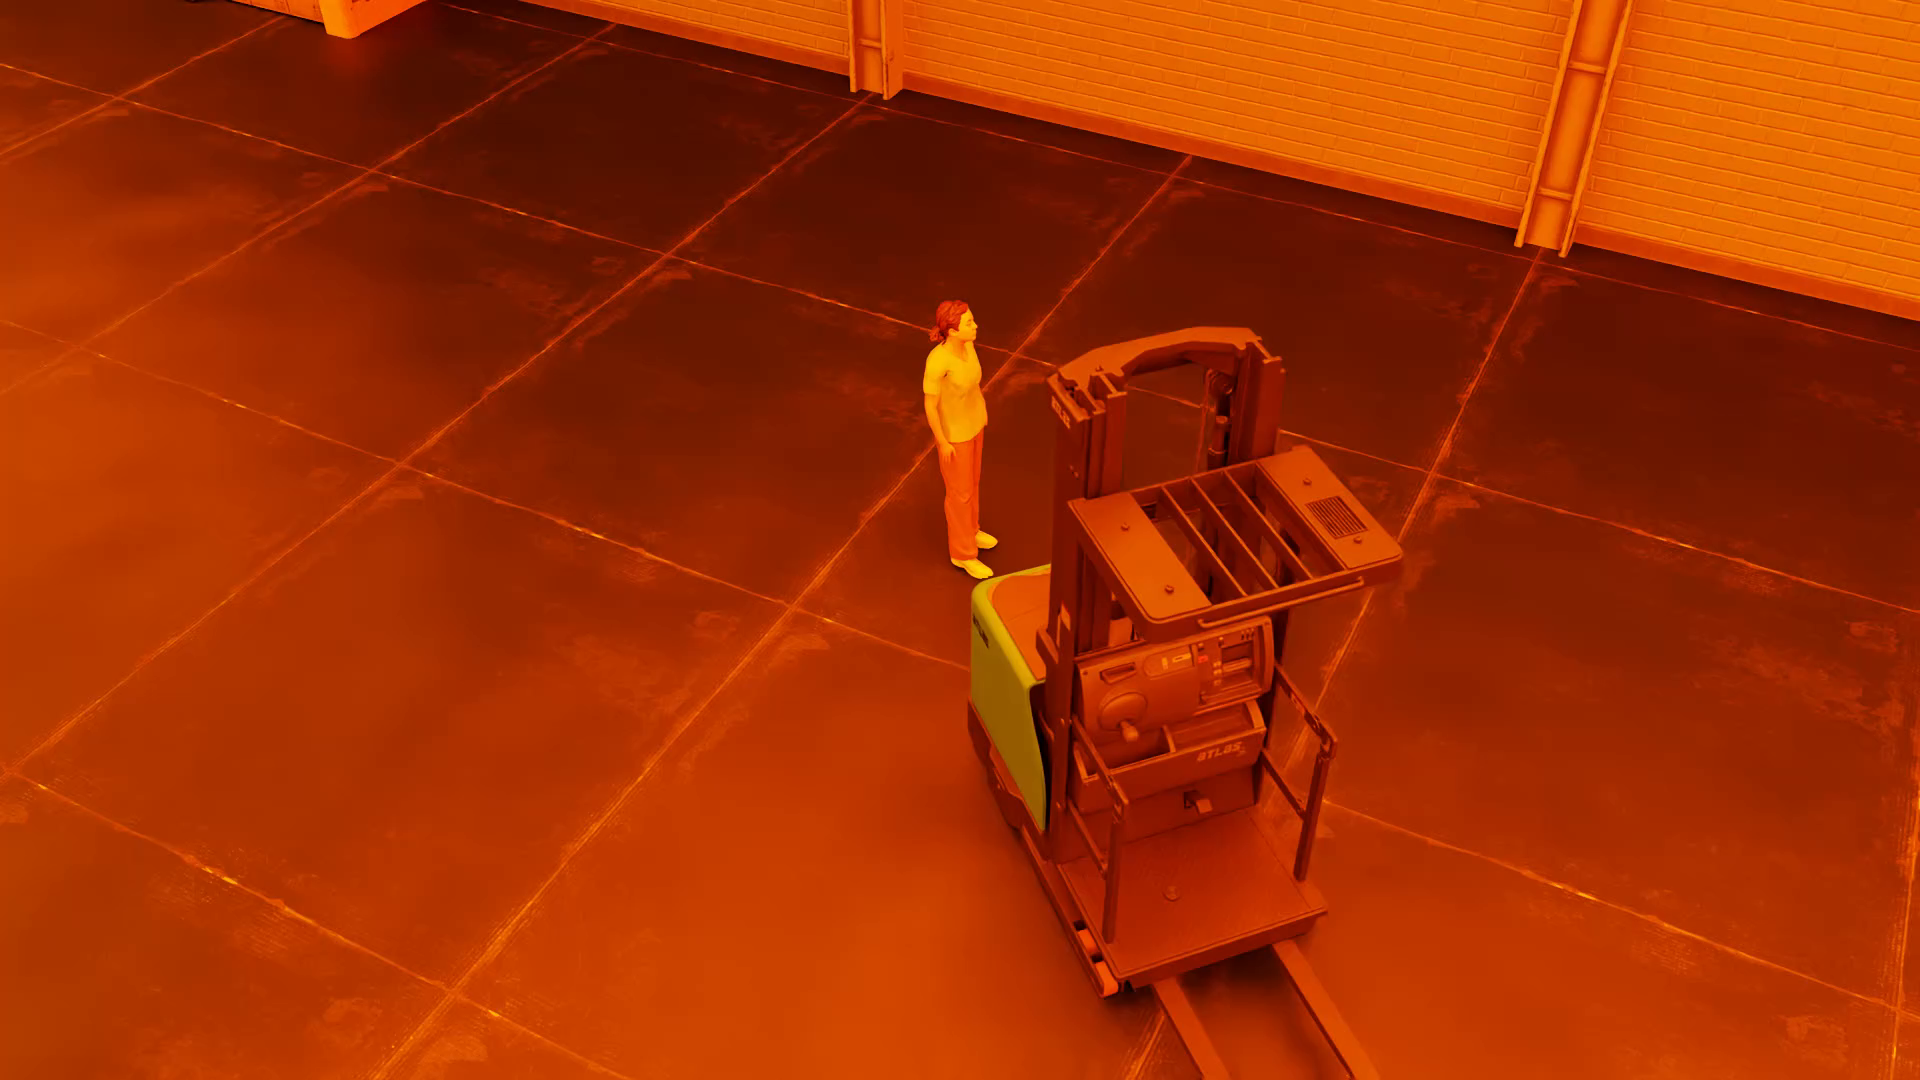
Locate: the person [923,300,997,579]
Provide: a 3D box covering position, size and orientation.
[{"bbox_3d":[0.070,-0.615,9.681,0.528,1.675,0.555,18,43,21],"label":"person"}]

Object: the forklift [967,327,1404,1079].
[{"bbox_3d":[1.037,0.693,7.164,1.130,2.935,3.031,-14,42,-16],"label":"forklift"}]
